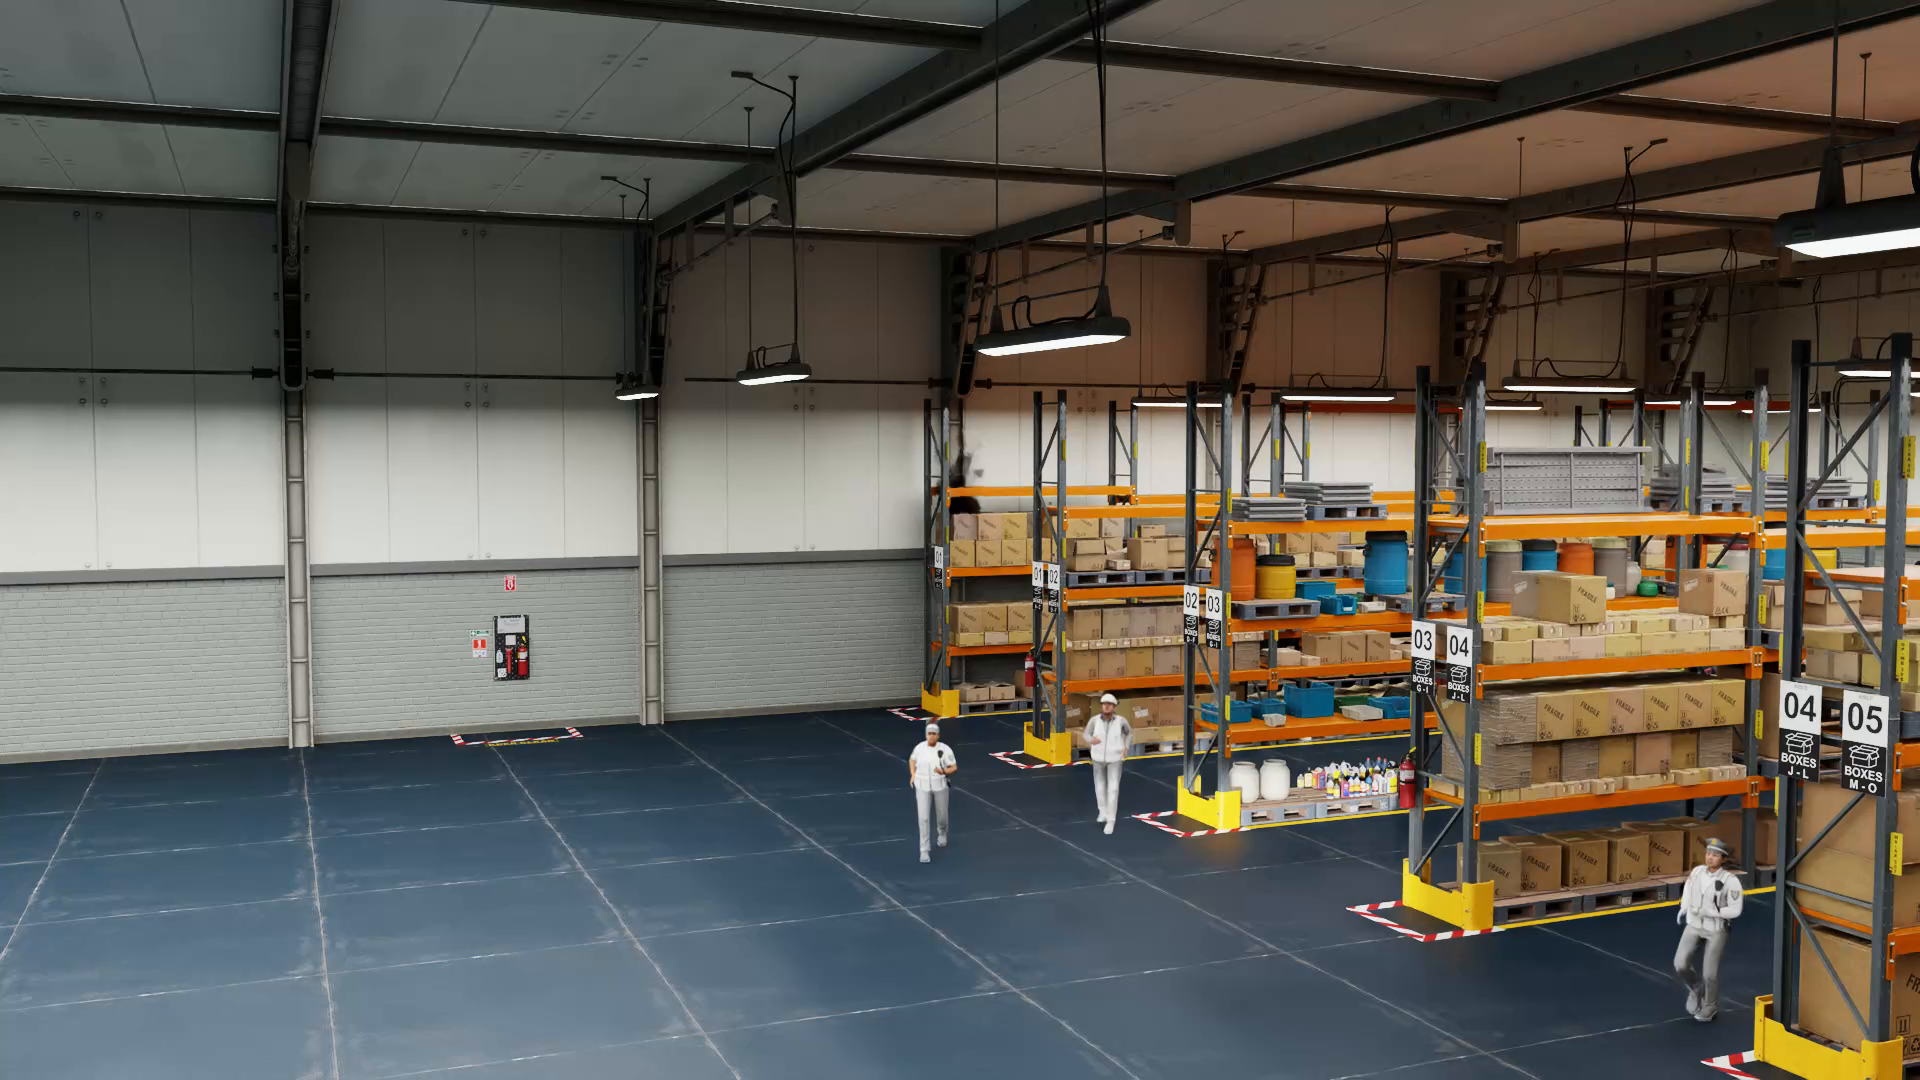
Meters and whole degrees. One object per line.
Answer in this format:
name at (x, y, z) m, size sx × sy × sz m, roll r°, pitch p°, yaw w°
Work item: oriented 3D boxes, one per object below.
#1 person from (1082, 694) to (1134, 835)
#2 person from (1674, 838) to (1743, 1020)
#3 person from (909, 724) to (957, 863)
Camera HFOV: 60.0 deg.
person at (1.957, 2.953, 22.210) m, size 0.652 × 1.800 × 0.841 m, roll 1°, pitch 4°, yaw 16°
person at (6.636, 3.466, 14.783) m, size 0.580 × 1.655 × 0.598 m, roll -3°, pitch 5°, yaw -44°
person at (-0.344, 3.101, 20.675) m, size 0.610 × 1.648 × 0.921 m, roll 0°, pitch 3°, yaw 3°
